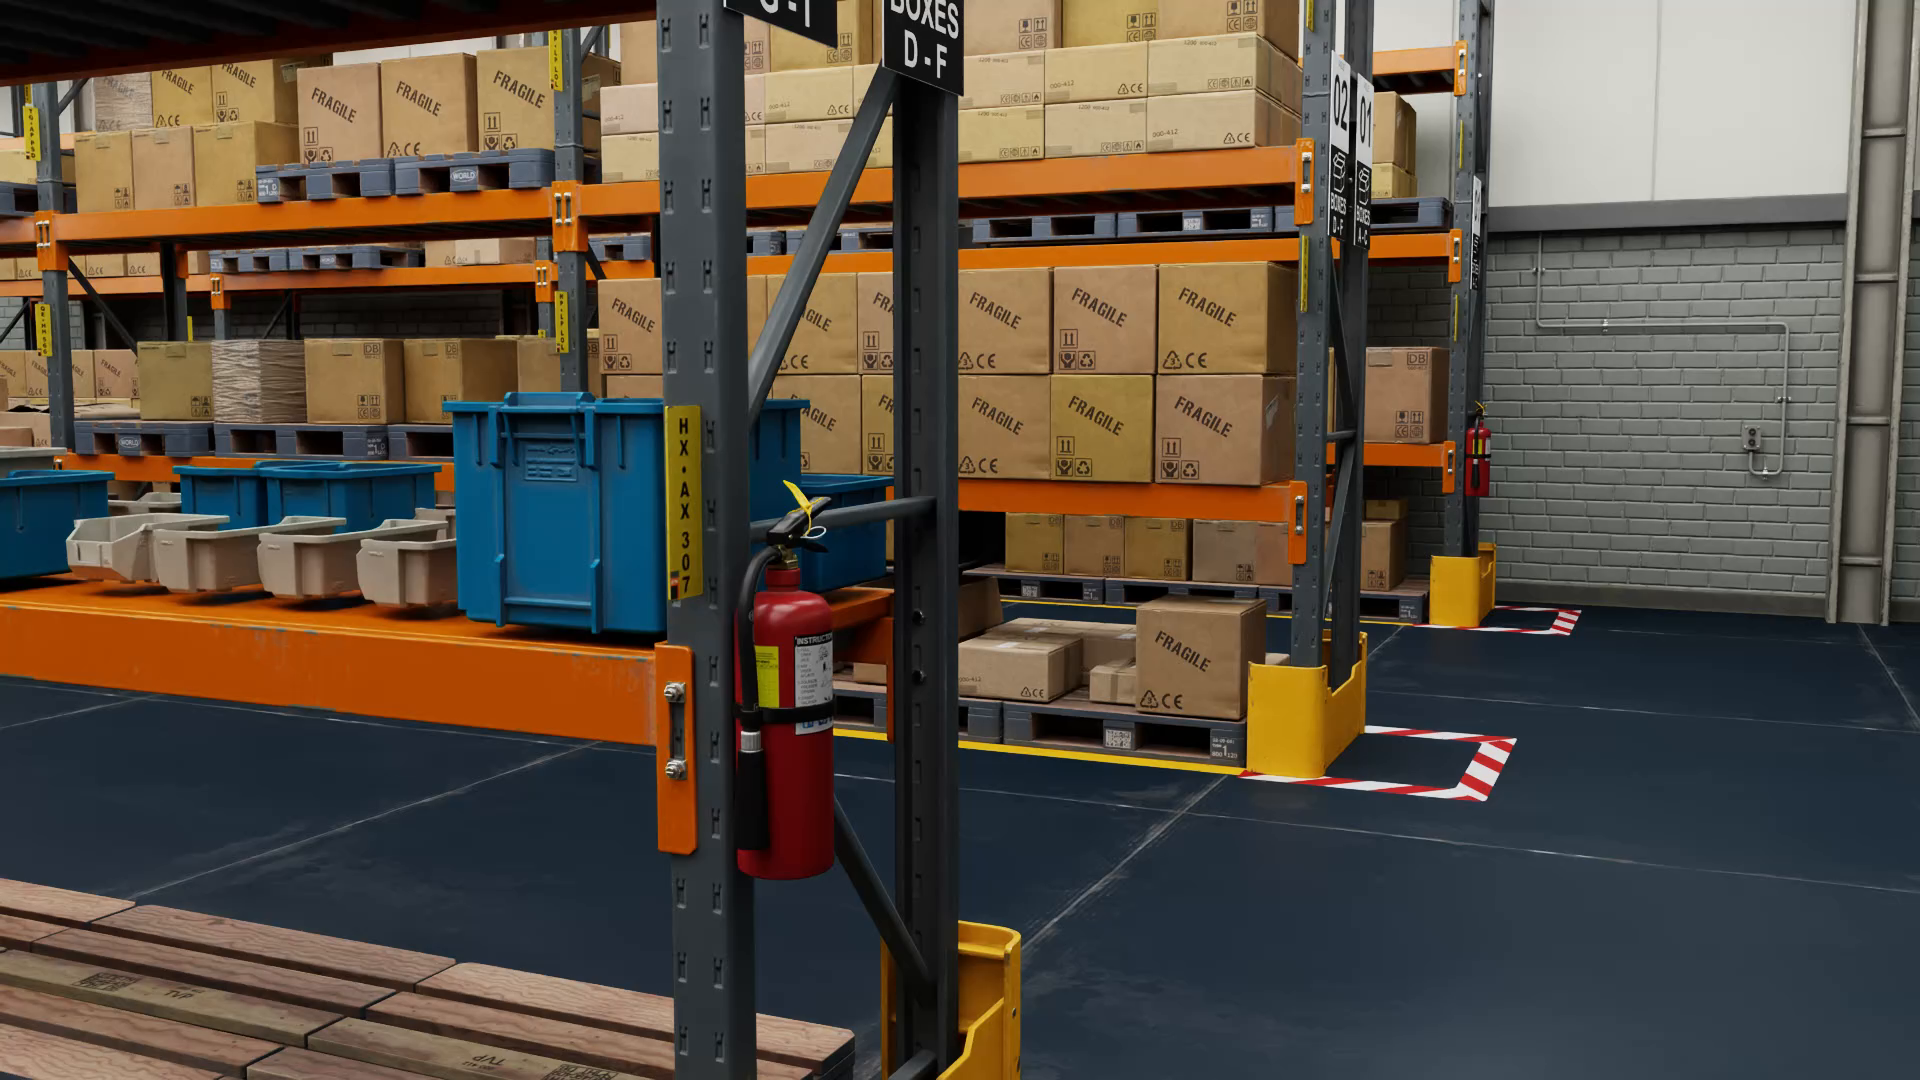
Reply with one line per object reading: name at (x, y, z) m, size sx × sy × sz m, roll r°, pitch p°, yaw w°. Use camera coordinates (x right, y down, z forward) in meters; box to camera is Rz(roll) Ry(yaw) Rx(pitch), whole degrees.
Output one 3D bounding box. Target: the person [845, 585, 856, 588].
person at (-0.786, -0.115, 10.779) m, size 0.443 × 1.683 × 0.469 m, roll 3°, pitch 6°, yaw 26°
